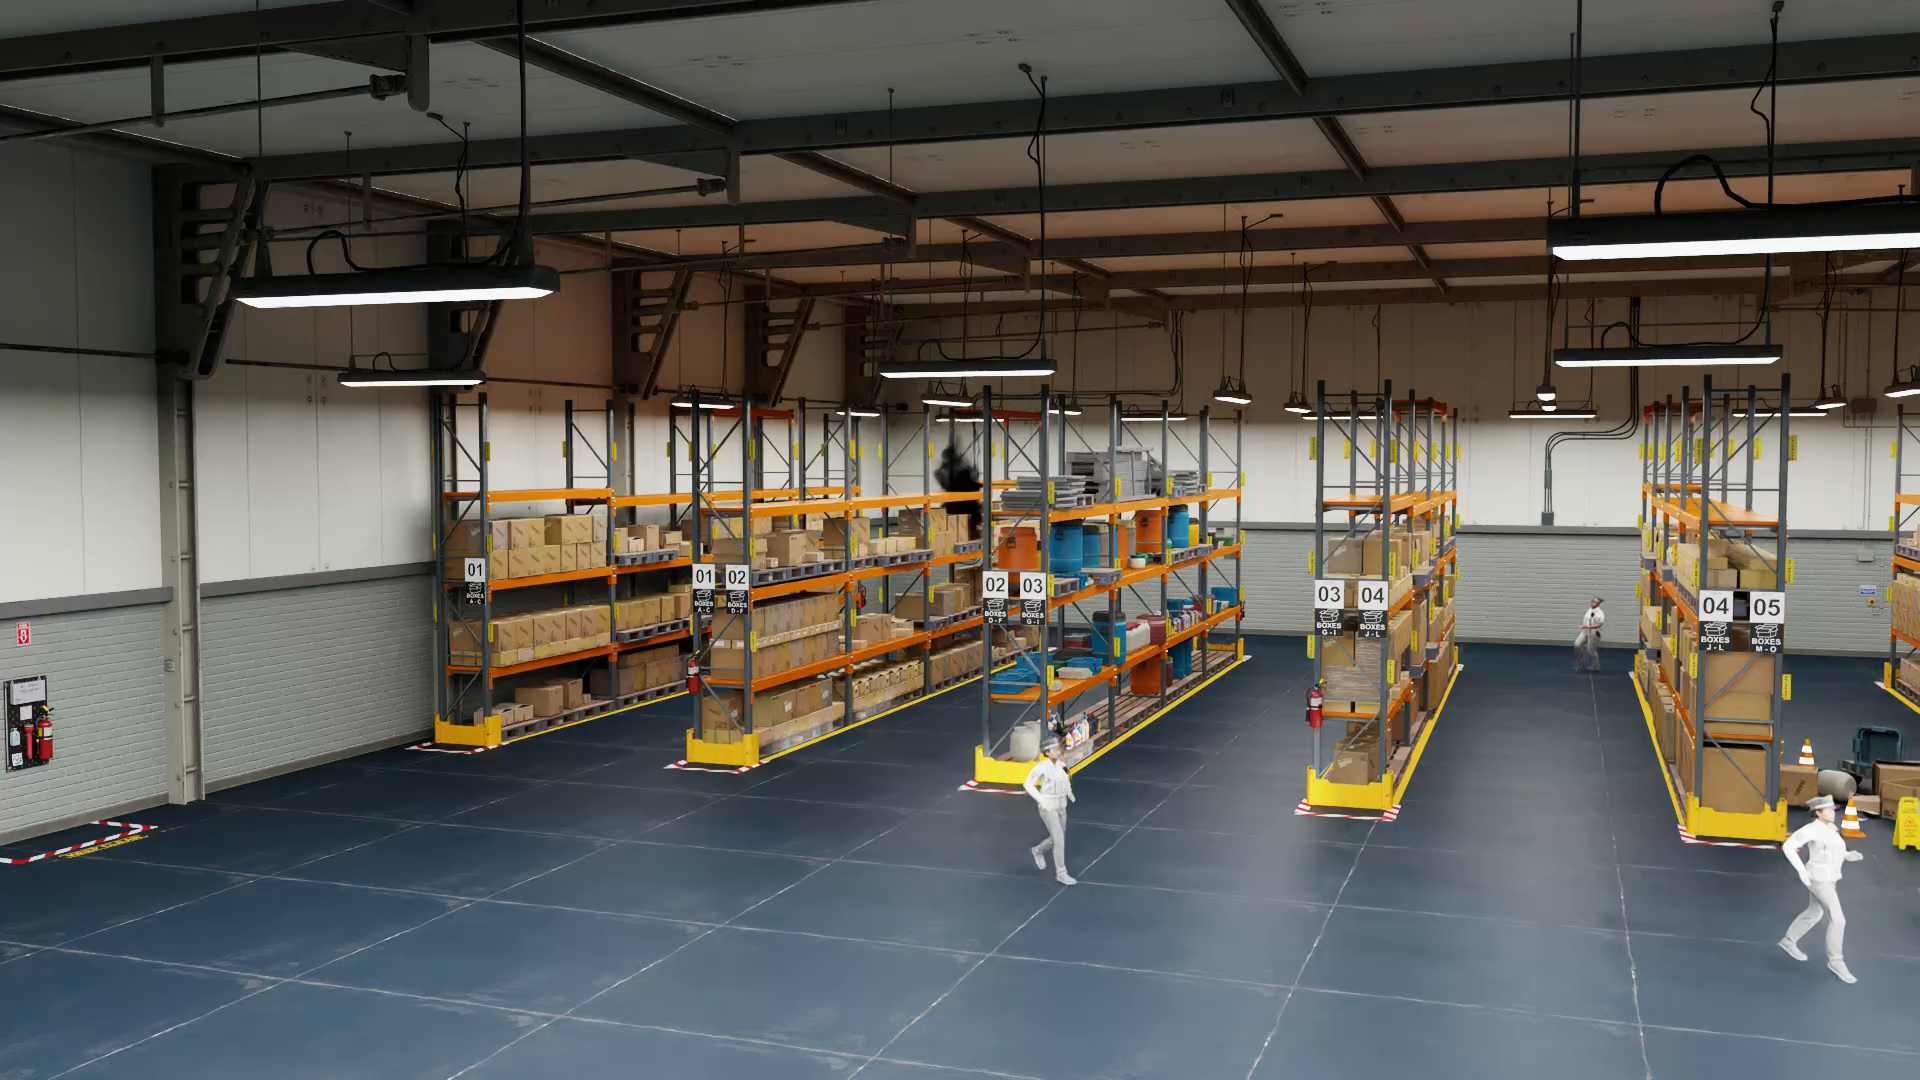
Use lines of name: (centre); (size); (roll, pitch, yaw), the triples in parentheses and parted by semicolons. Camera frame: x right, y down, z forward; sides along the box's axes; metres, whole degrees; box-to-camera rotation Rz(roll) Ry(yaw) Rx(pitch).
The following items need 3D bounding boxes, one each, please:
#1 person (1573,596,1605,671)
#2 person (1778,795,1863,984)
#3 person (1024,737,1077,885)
person: (14.301, 2.119, 37.642); (0.681, 1.746, 0.660); (-1, 3, -19)
person: (8.250, 3.299, 15.951); (0.589, 1.747, 0.769); (-3, 4, -40)
person: (1.054, 3.124, 19.370); (0.627, 1.683, 0.766); (-3, 4, -43)
